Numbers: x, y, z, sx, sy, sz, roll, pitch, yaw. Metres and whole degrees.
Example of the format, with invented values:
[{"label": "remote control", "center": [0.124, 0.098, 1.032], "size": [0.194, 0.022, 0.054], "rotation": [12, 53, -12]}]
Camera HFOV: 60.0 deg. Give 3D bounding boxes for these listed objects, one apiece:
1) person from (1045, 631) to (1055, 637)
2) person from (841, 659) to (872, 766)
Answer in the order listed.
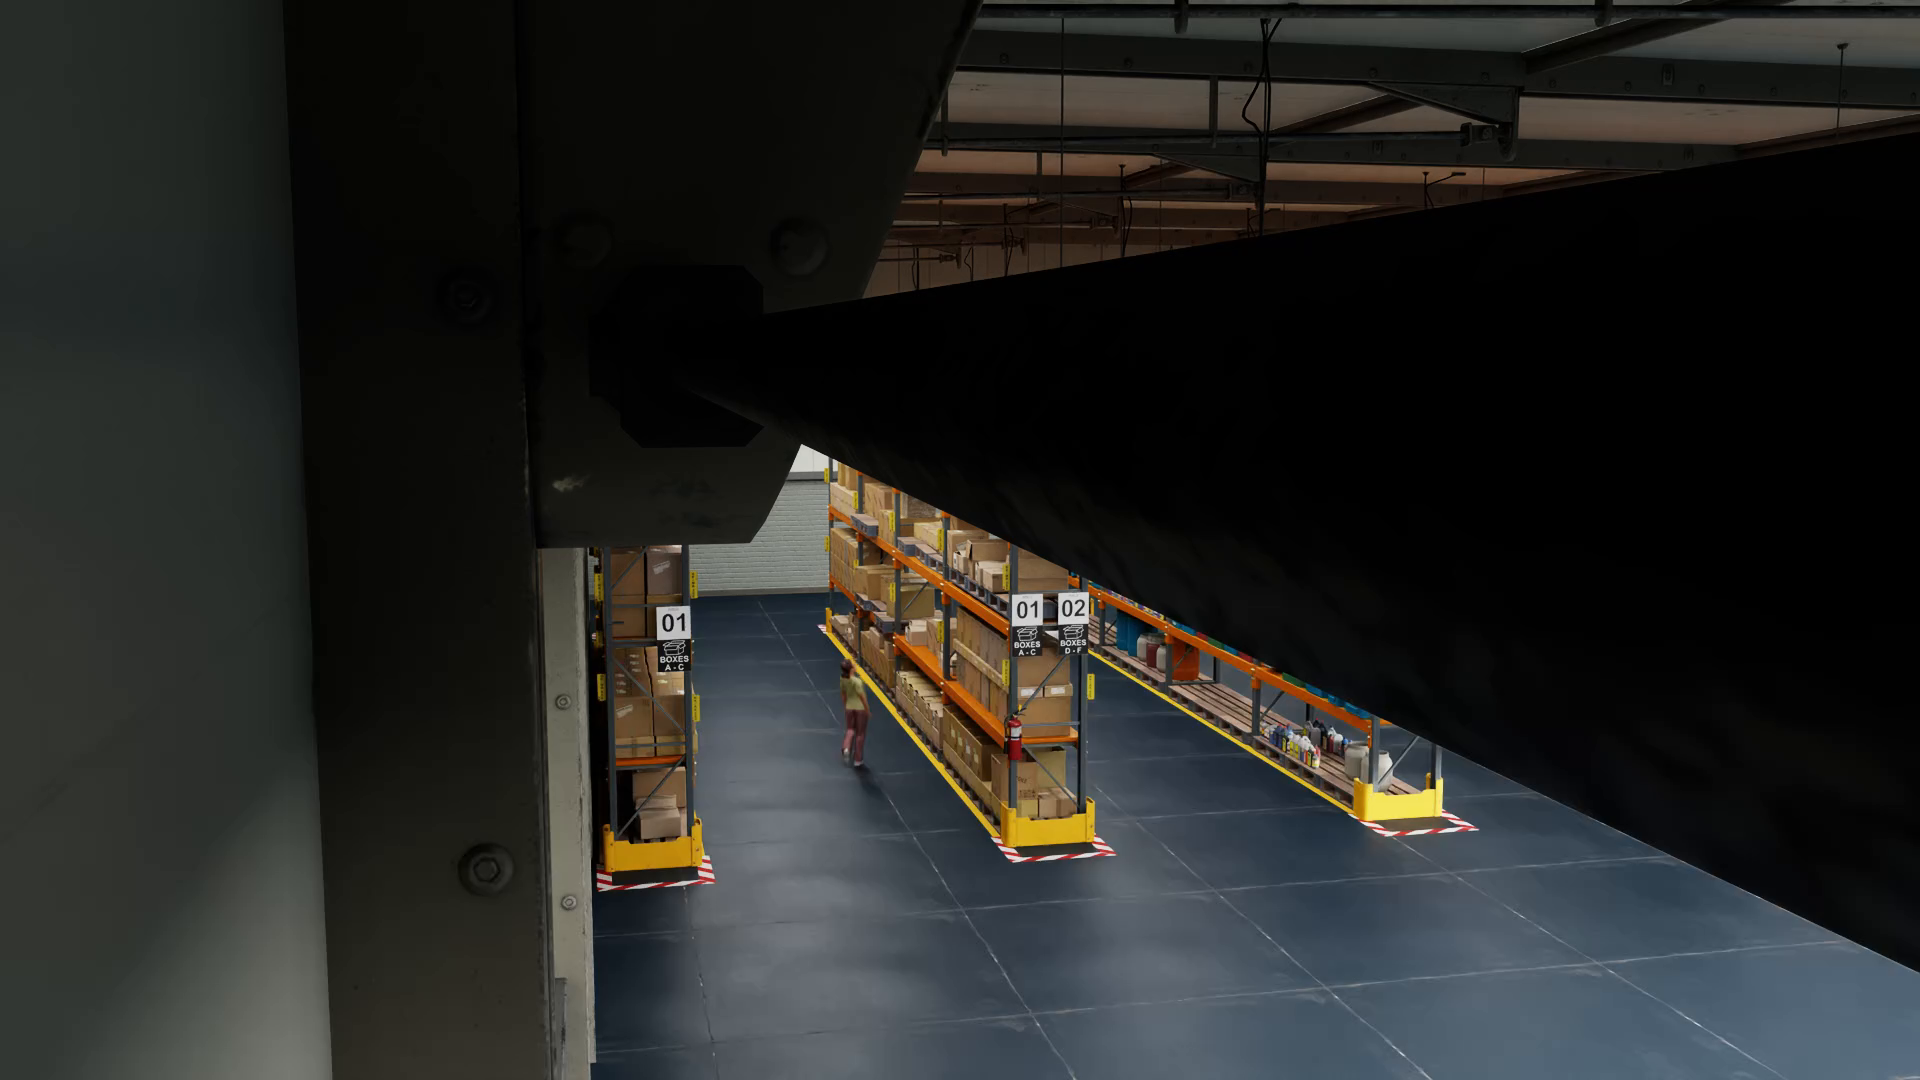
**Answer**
[{"label": "person", "center": [1.449, 2.049, 28.644], "size": [0.380, 1.785, 0.587], "rotation": [-1, 7, -9]}, {"label": "person", "center": [-1.569, 2.687, 24.808], "size": [0.480, 1.393, 0.523], "rotation": [3, 7, 21]}]
